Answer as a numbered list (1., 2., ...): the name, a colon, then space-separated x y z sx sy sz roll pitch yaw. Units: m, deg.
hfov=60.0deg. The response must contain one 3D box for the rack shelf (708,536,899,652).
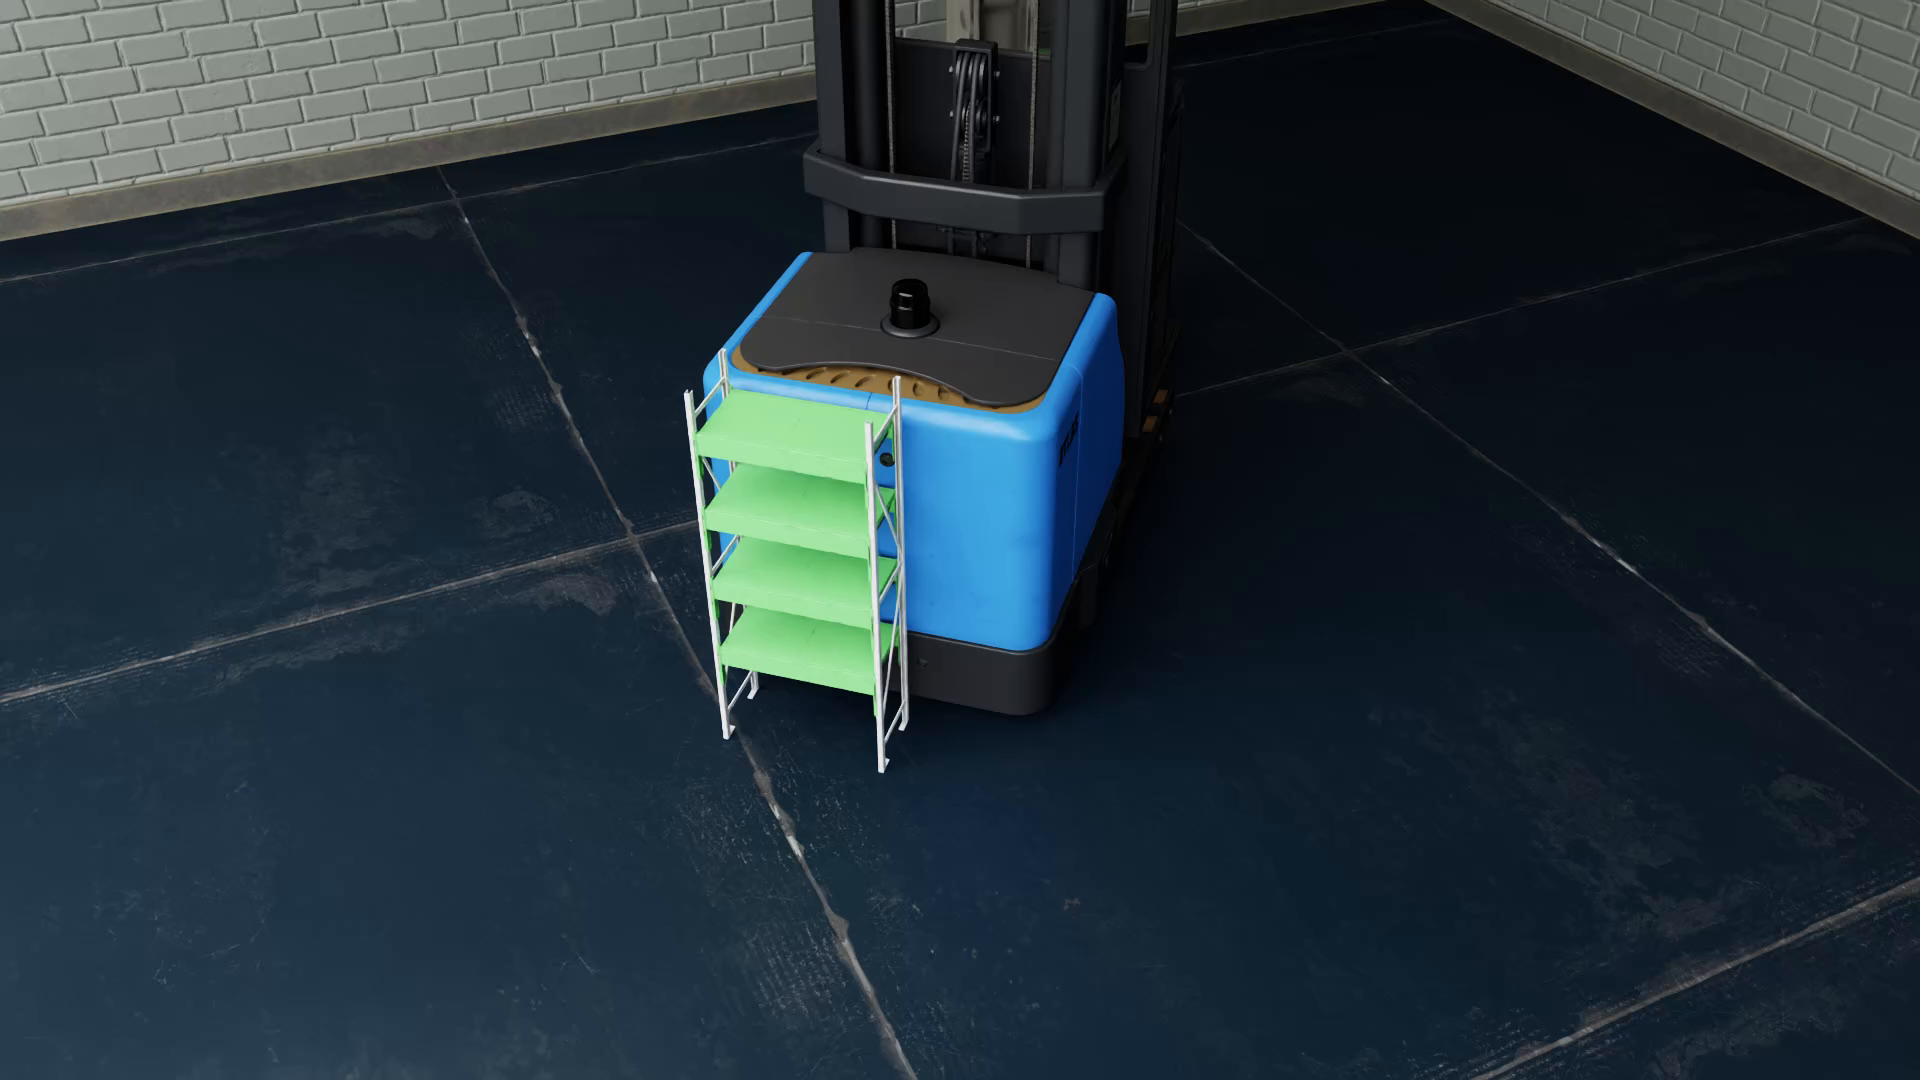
1. rack shelf: -0.429 0.135 4.667 0.480 0.148 0.258 10 38 13

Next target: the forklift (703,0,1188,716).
1. forklift: 0.183 -1.537 5.362 1.130 2.935 3.031 10 38 13

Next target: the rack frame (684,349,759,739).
1. rack frame: -0.662 0.042 4.686 0.015 1.200 0.240 10 38 13

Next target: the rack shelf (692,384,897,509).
1. rack shelf: -0.429 -0.250 4.382 0.480 0.148 0.258 10 38 13

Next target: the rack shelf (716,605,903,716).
1. rack shelf: -0.429 0.328 4.810 0.480 0.148 0.258 10 38 13

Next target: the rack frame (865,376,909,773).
1. rack frame: -0.195 0.126 4.573 0.015 1.200 0.240 10 38 13

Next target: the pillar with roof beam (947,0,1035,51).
1. pillar with roof beam: 2.000 -3.849 3.385 0.400 9.000 9.100 -16 39 -20

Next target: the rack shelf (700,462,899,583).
1. rack shelf: -0.429 -0.057 4.525 0.480 0.148 0.258 10 38 13

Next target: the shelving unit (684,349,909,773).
1. shelving unit: -0.429 0.084 4.629 0.503 1.200 0.258 10 38 13
